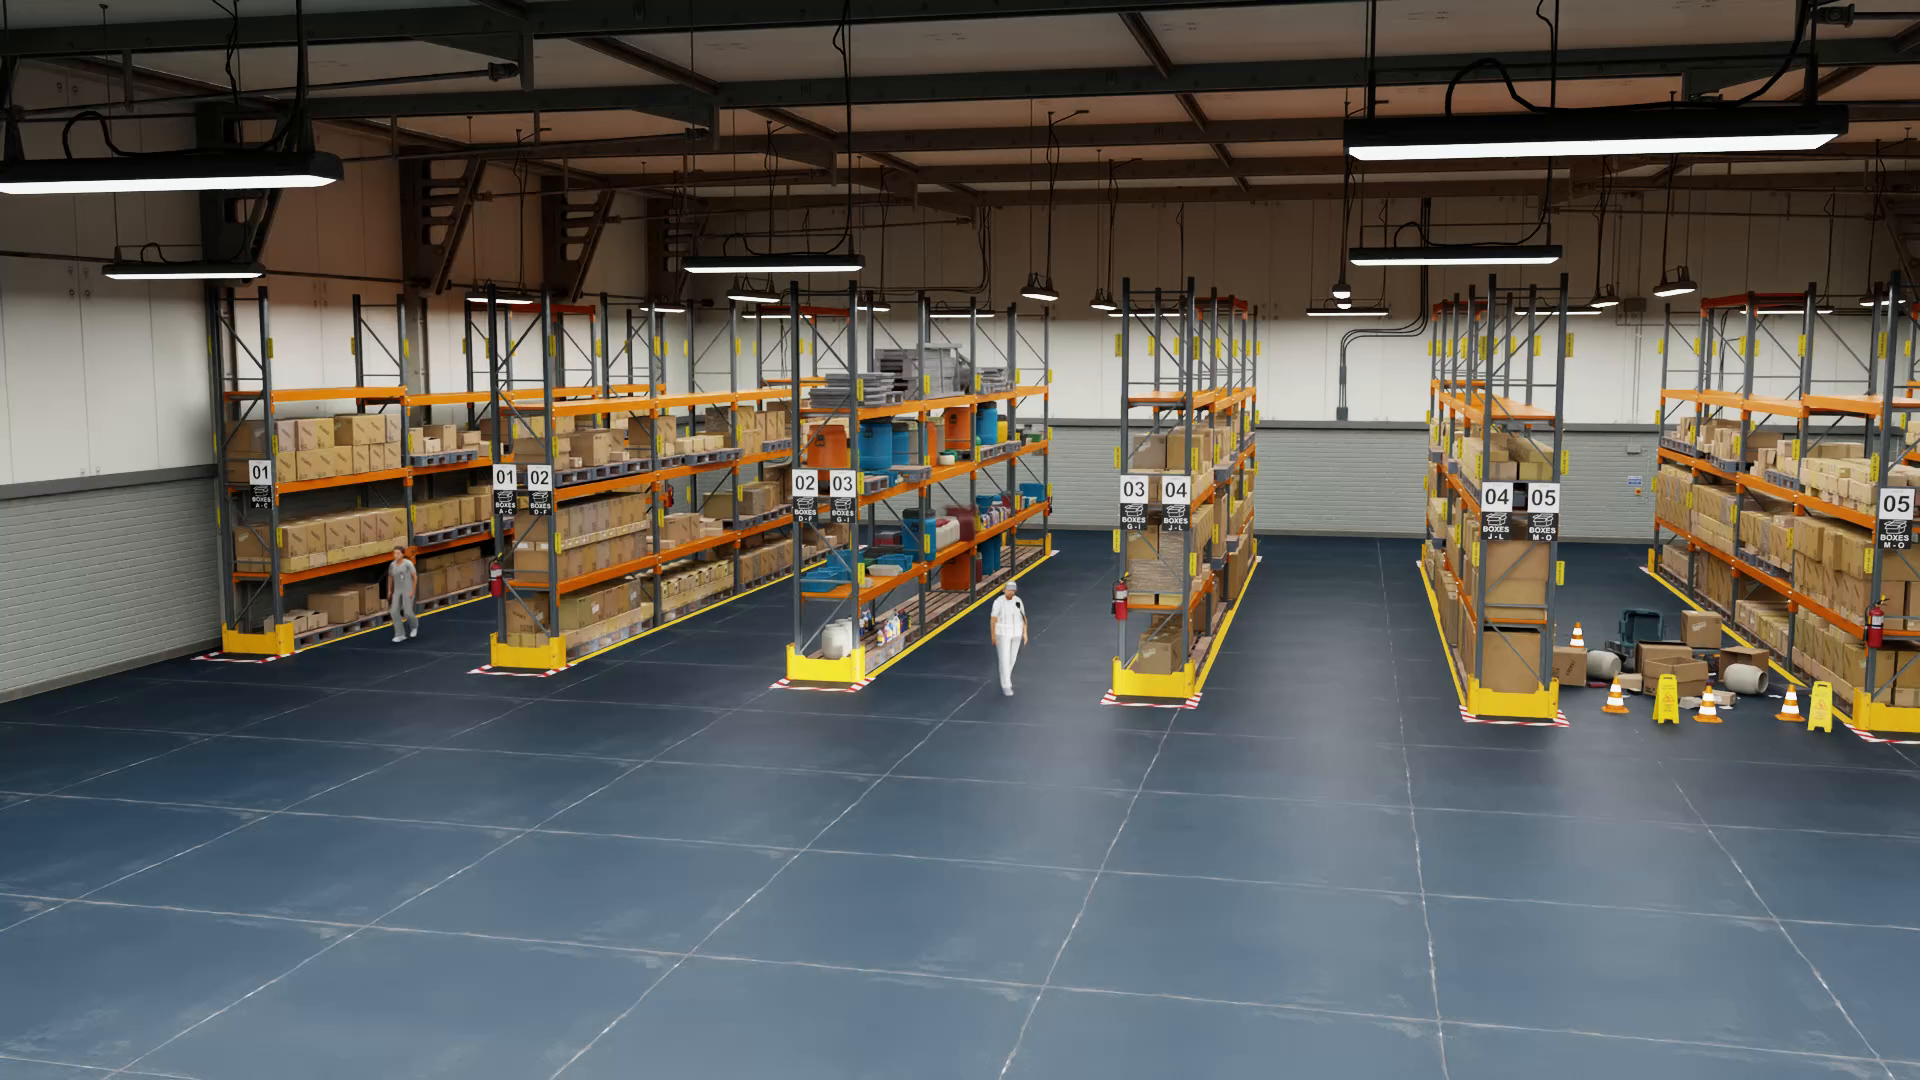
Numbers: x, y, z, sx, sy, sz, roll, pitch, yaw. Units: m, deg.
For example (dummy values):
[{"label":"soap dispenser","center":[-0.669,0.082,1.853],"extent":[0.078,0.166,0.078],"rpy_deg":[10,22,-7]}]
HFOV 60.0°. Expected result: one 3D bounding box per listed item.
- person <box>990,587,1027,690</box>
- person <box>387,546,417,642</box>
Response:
[{"label":"person","center":[0.710,1.373,24.300],"extent":[0.493,1.553,0.715],"rpy_deg":[-3,7,-27]},{"label":"person","center":[-9.580,0.907,28.673],"extent":[0.534,1.652,0.603],"rpy_deg":[1,7,11]}]
